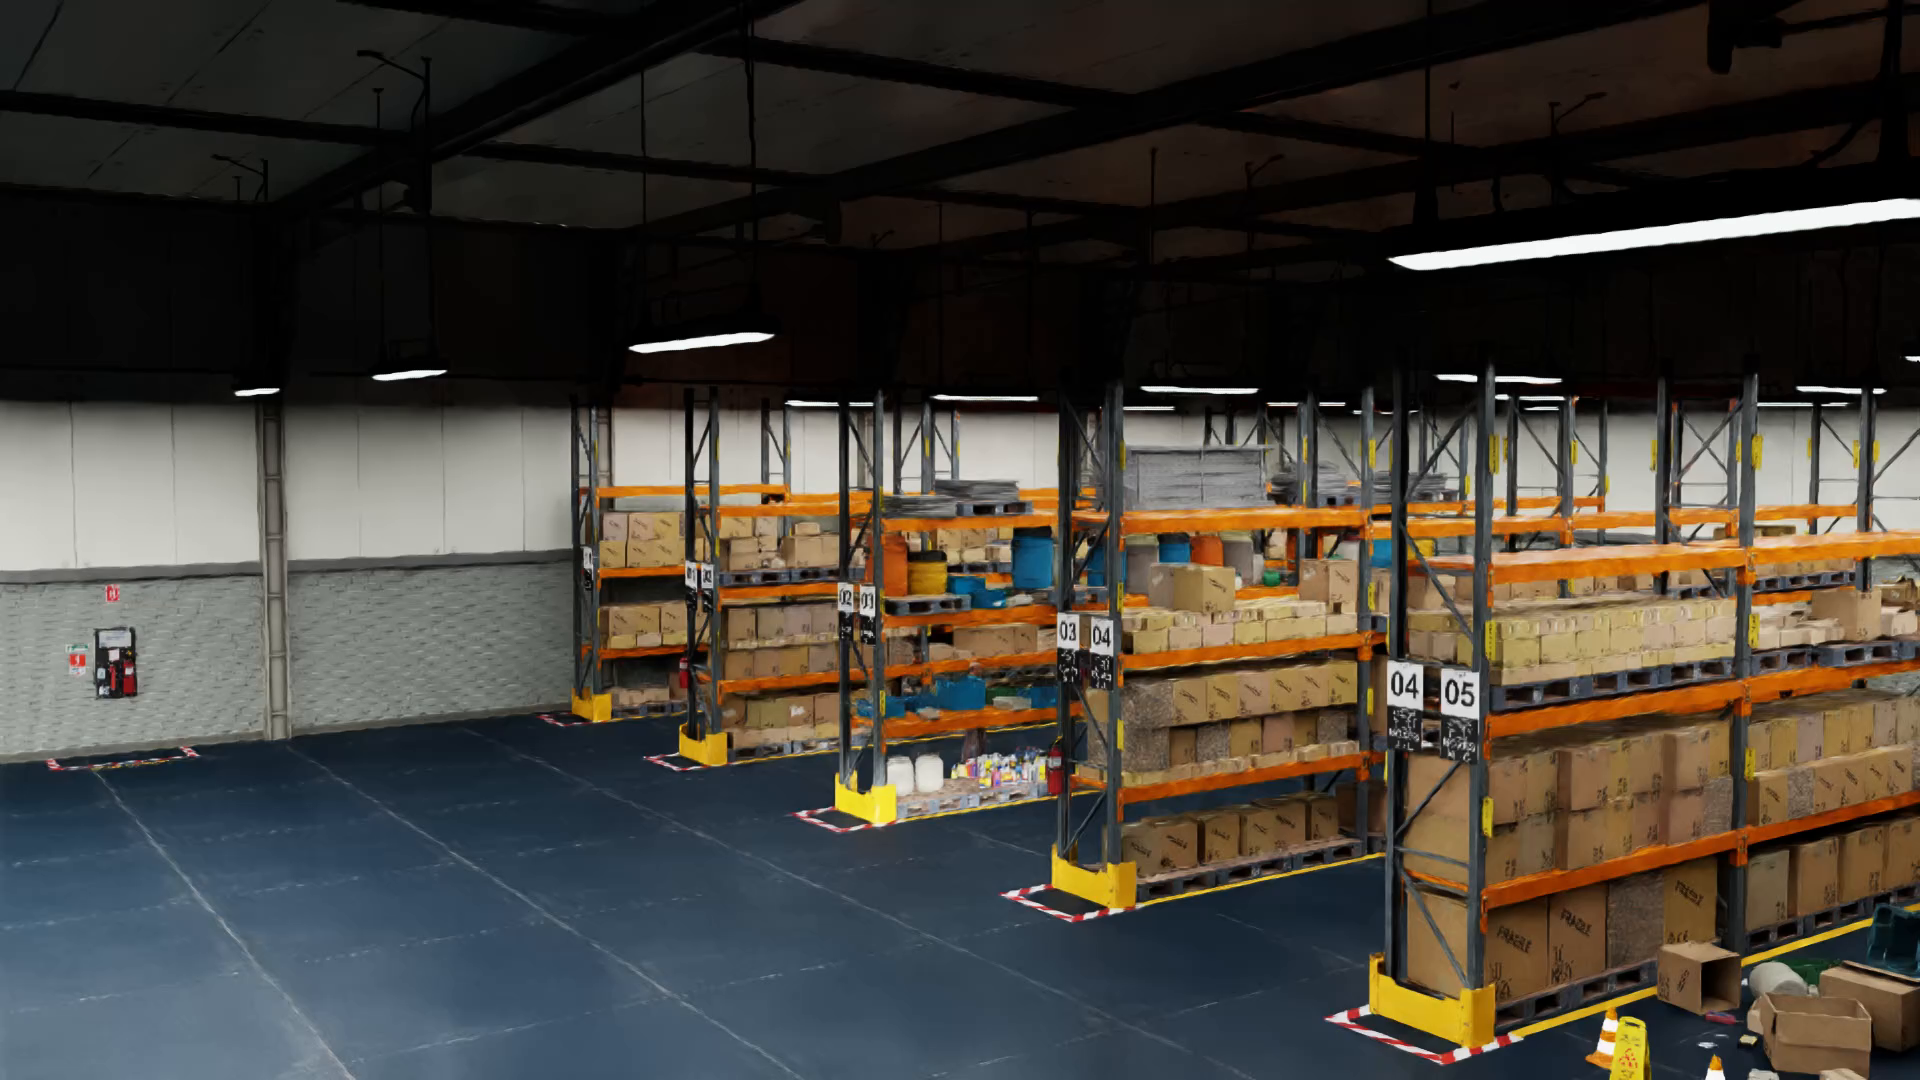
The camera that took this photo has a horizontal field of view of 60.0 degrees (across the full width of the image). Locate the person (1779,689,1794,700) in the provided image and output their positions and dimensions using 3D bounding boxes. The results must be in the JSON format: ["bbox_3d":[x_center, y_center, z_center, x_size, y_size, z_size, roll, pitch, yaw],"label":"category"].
[{"bbox_3d":[11.794,2.880,23.850,0.493,1.675,0.467,0,3,-5],"label":"person"}]

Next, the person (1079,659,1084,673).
[{"bbox_3d":[2.411,2.268,34.001,0.856,1.697,0.734,-2,4,-29],"label":"person"}]

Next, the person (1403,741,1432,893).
[{"bbox_3d":[5.327,3.143,19.033,1.114,1.704,0.557,-2,4,-36],"label":"person"}]

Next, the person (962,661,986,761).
[{"bbox_3d":[0.269,2.734,25.839,0.450,1.727,0.584,2,4,24],"label":"person"}]
